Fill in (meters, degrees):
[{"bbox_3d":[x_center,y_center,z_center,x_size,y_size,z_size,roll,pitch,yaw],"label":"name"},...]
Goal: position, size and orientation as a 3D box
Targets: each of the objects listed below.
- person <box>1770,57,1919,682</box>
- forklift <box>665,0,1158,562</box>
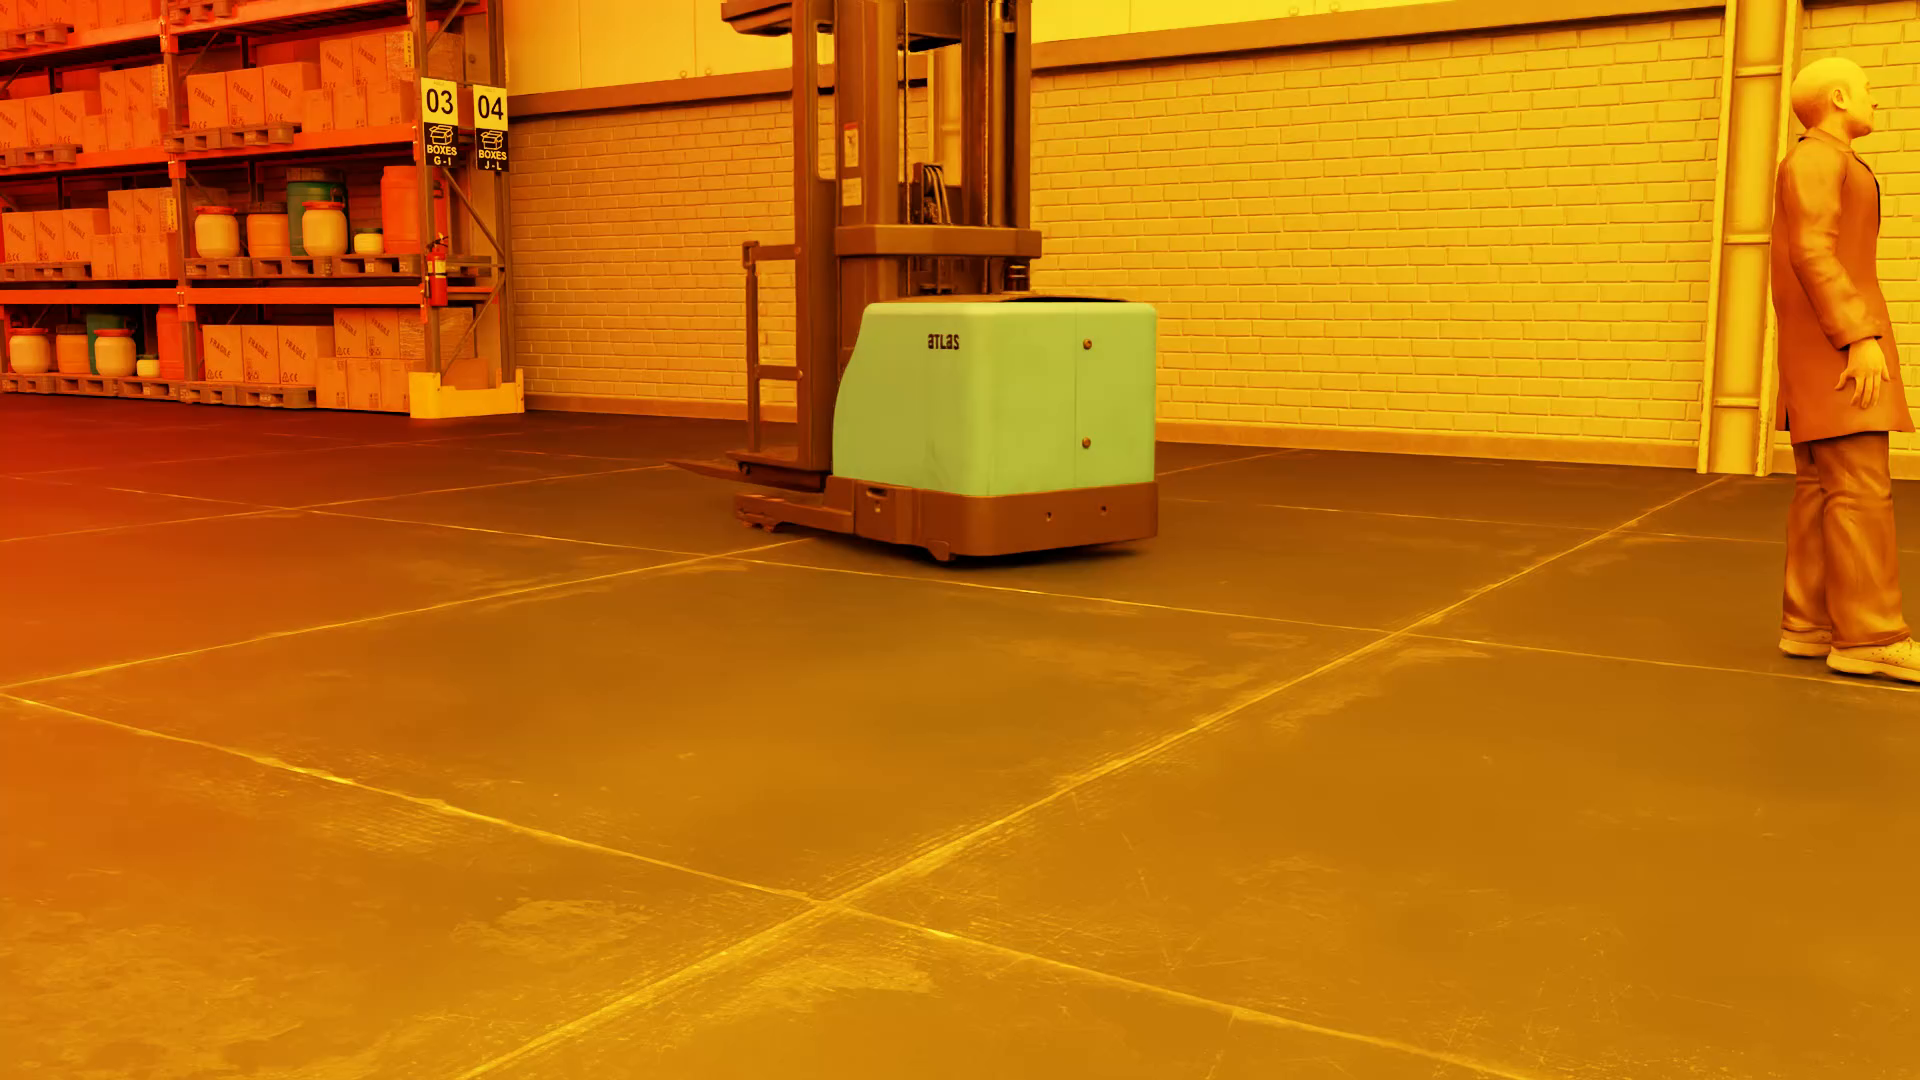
[{"bbox_3d":[2.688,-0.522,4.909,0.582,1.776,0.697,3,9,22],"label":"person"},{"bbox_3d":[-0.432,-1.523,7.906,1.130,2.935,3.031,-6,10,-37],"label":"forklift"}]
